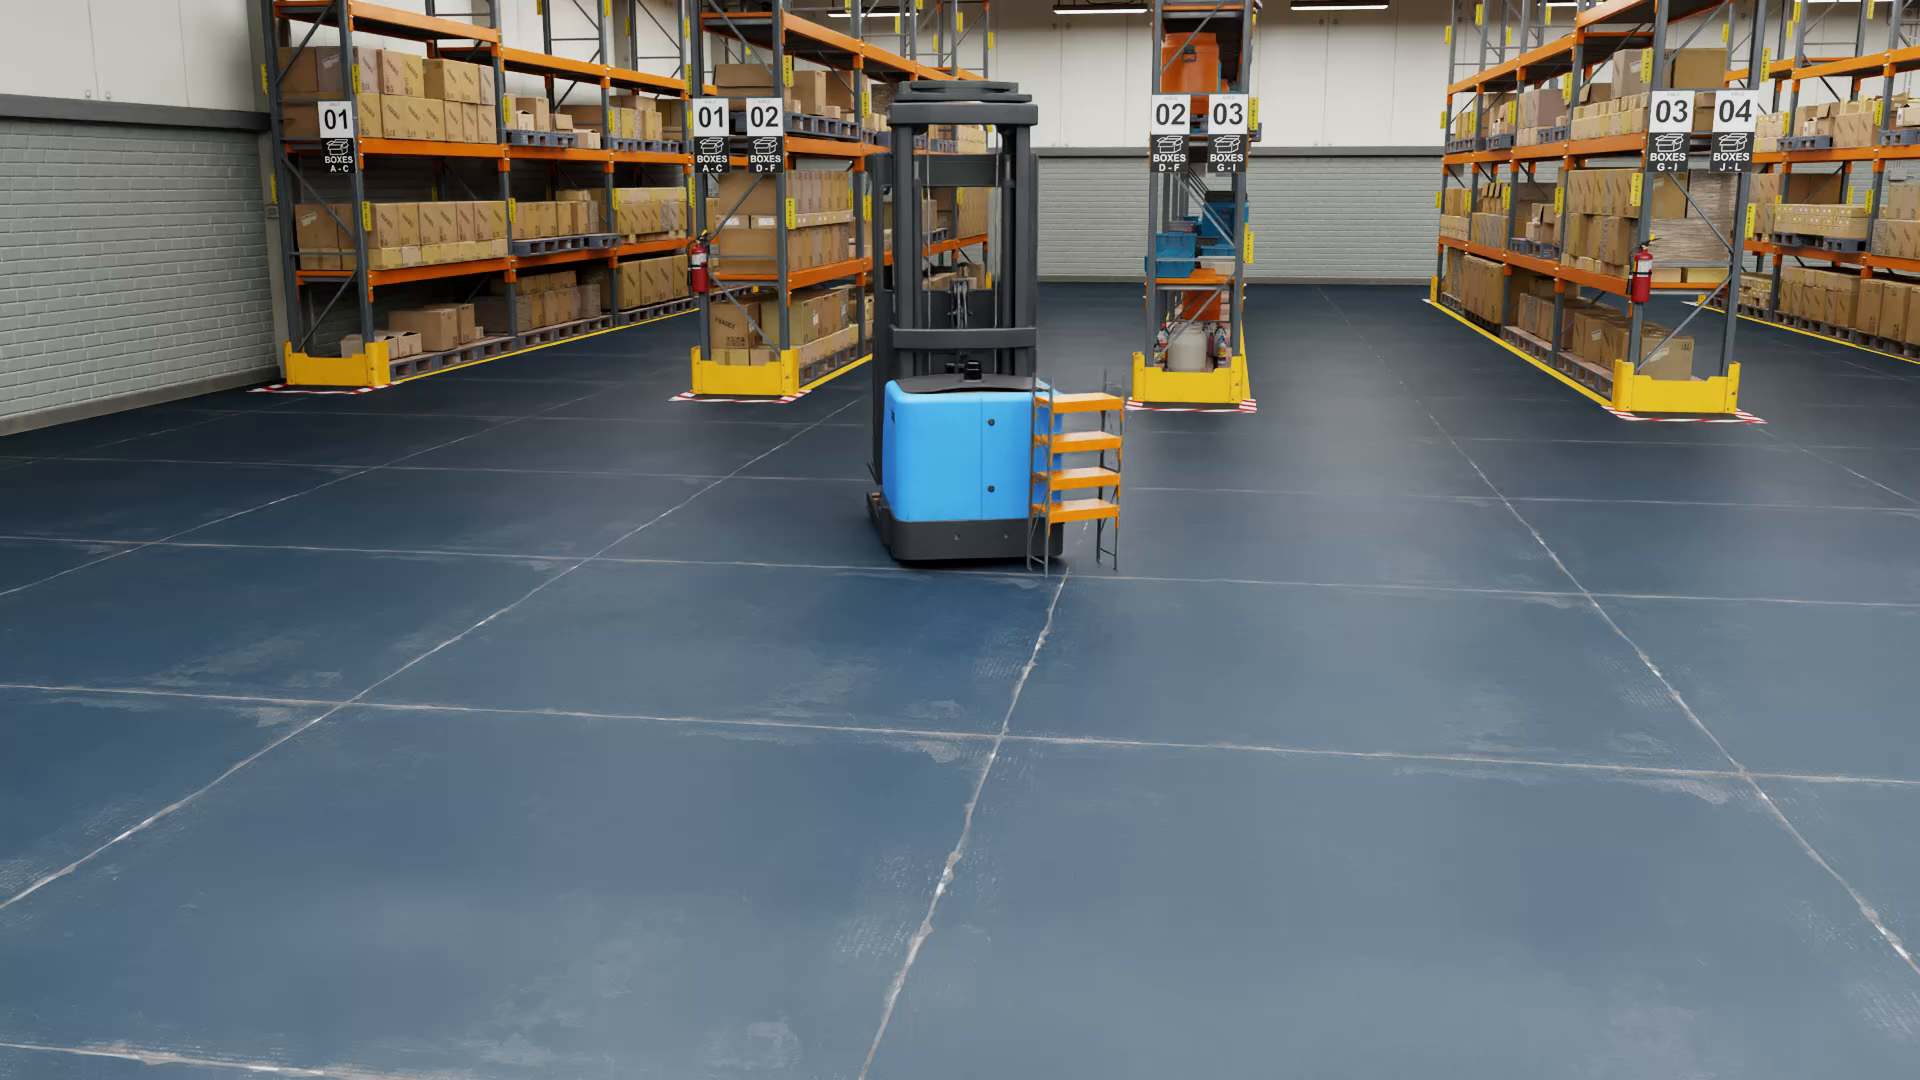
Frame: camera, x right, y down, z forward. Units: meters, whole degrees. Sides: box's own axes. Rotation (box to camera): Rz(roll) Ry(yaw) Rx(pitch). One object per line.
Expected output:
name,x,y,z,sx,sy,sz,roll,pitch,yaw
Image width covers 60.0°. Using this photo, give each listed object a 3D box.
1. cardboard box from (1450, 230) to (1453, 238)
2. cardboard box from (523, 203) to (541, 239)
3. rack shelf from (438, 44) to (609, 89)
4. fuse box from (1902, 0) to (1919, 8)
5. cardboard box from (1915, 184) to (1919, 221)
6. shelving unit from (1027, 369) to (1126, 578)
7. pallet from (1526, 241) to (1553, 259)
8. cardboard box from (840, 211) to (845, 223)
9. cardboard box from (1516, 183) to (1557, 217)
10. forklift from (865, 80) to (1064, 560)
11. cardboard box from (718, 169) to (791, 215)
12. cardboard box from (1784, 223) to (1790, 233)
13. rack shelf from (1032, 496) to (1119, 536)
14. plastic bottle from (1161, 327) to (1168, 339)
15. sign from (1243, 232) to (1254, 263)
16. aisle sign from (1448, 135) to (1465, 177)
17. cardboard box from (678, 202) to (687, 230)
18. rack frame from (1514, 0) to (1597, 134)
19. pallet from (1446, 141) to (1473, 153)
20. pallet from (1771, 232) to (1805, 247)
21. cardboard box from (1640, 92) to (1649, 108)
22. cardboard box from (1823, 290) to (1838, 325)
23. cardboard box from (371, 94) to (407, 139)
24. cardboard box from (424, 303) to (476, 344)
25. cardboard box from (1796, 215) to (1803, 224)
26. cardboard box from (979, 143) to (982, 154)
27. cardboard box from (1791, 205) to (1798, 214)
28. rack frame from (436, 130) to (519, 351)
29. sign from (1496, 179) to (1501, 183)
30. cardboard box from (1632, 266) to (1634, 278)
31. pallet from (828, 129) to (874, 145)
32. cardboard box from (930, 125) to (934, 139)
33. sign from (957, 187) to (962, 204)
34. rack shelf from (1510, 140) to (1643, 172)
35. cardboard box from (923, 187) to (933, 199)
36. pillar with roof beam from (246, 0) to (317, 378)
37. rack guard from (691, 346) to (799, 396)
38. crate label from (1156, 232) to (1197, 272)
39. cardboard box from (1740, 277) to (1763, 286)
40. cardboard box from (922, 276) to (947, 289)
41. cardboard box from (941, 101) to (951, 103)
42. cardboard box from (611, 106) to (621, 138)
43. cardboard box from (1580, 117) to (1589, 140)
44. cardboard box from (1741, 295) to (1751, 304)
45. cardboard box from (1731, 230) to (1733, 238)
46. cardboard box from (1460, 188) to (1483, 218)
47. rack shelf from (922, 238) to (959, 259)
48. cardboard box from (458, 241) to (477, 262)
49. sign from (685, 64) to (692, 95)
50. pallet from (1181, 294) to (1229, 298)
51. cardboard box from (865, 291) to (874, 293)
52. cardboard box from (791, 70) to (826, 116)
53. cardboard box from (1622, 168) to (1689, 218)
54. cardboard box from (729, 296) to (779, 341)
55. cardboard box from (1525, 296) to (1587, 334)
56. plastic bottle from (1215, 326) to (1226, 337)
cardboard box,9.232,-5.626,30.574,0.380,0.149,0.250,2,12,7
cardboard box,-6.476,-4.600,23.938,0.700,0.500,0.500,3,13,14
rack shelf,-6.373,-6.917,24.387,1.077,0.370,4.000,2,12,9
fuse box,20.230,-11.485,35.330,0.513,0.334,0.176,2,12,9
cardboard box,13.271,-4.517,22.223,0.700,0.500,0.500,2,12,8
shelving unit,0.696,-0.405,9.999,0.503,1.200,0.258,-6,16,-25
pallet,8.353,-3.959,22.701,1.003,0.211,1.213,2,12,9
cardboard box,-1.694,-4.152,21.363,0.380,0.149,0.250,2,12,7
cardboard box,8.746,-5.158,25.187,0.797,0.503,0.637,2,12,11
forklift,-0.063,-1.568,11.310,1.130,2.935,3.031,-2,12,-7
cardboard box,-2.308,-3.914,18.718,0.700,0.500,0.500,2,12,9
cardboard box,13.524,-5.023,26.781,0.380,0.149,0.250,2,12,9
rack shelf,0.691,-0.148,10.065,0.480,0.148,0.258,-6,16,-25
plastic bottle,2.480,-2.432,20.403,0.144,0.351,0.185,2,12,8
sign,3.036,-3.078,17.500,0.100,0.325,0.005,2,12,9
aisle sign,9.562,-7.427,32.167,0.394,0.787,0.004,2,12,9
cardboard box,-5.272,-5.881,30.169,0.500,0.500,0.500,2,12,8
rack frame,8.617,-7.399,23.967,1.000,3.000,0.127,2,12,9
pallet,9.744,-7.400,31.302,1.003,0.211,1.213,2,12,9
pallet,13.857,-4.869,26.923,1.003,0.211,1.213,2,12,9
cardboard box,7.121,-4.457,16.845,0.380,0.149,0.250,2,12,9
cardboard box,13.429,-3.522,25.151,0.500,0.500,0.500,2,12,11
cardboard box,-6.880,-4.980,19.576,0.500,0.500,0.500,3,12,12
cardboard box,-6.801,-2.891,22.178,0.500,0.500,0.500,1,12,4
cardboard box,13.447,-5.060,26.247,0.380,0.149,0.250,2,12,11
cardboard box,0.154,-7.627,32.502,0.500,0.250,0.500,2,12,9
cardboard box,13.483,-5.260,26.469,0.380,0.149,0.250,2,12,8
rack frame,-6.681,-4.115,22.970,1.000,3.000,0.127,2,12,9
sign,10.382,-6.793,32.085,0.100,0.325,0.005,2,12,9
cardboard box,7.266,-2.797,17.446,0.380,0.149,0.250,2,12,9
pallet,-1.663,-5.513,22.786,0.805,0.209,1.217,1,12,6
cardboard box,-0.786,-7.148,28.450,0.600,0.600,0.600,2,12,8
sign,-0.006,-6.170,29.754,0.100,0.325,0.005,2,12,9
rack shelf,8.310,-5.165,22.427,1.077,0.370,4.000,2,12,9
cardboard box,-0.733,-6.272,30.367,0.500,0.500,0.500,2,12,9
pillar with roof beam,-3.789,-6.250,18.633,9.100,9.000,0.400,2,12,9
rack guard,-2.404,-1.896,18.605,1.175,0.500,0.348,2,12,9
crate label,2.509,-3.371,19.431,0.502,0.435,0.616,2,12,9
cardboard box,14.044,-4.576,29.467,0.380,0.149,0.250,1,12,7
cardboard box,-0.510,-4.295,28.692,0.500,0.500,0.500,2,12,9
cardboard box,-0.518,-7.727,29.999,0.700,0.500,0.500,2,12,9
cardboard box,-6.018,-6.893,27.457,0.700,0.500,0.500,1,12,6
cardboard box,7.604,-4.831,19.527,0.500,0.250,0.500,2,12,8
cardboard box,14.001,-4.237,29.305,0.380,0.149,0.250,2,12,9
cardboard box,14.363,-5.604,30.471,0.380,0.149,0.250,2,12,11
cardboard box,9.120,-5.946,29.336,0.500,0.500,0.500,2,12,9
rack shelf,-0.863,-4.853,28.100,1.077,0.370,4.000,2,12,9
cardboard box,-6.601,-3.735,21.512,0.500,0.250,0.500,2,12,8
sign,-2.935,-5.004,18.059,0.100,0.325,0.005,2,12,9
pallet,4.599,-4.506,31.399,1.003,0.211,1.213,2,12,9
cardboard box,-1.241,-3.489,24.262,0.500,0.311,0.500,2,12,10
cardboard box,-1.875,-5.249,19.542,0.500,0.500,0.500,2,12,9
cardboard box,7.228,-3.607,17.293,0.500,0.500,0.500,2,12,9
cardboard box,-2.473,-2.681,20.062,0.500,0.500,0.500,2,12,9
cardboard box,8.462,-3.204,23.628,0.700,0.500,0.500,1,12,4
plastic bottle,3.215,-2.464,20.550,0.144,0.351,0.185,2,12,8
